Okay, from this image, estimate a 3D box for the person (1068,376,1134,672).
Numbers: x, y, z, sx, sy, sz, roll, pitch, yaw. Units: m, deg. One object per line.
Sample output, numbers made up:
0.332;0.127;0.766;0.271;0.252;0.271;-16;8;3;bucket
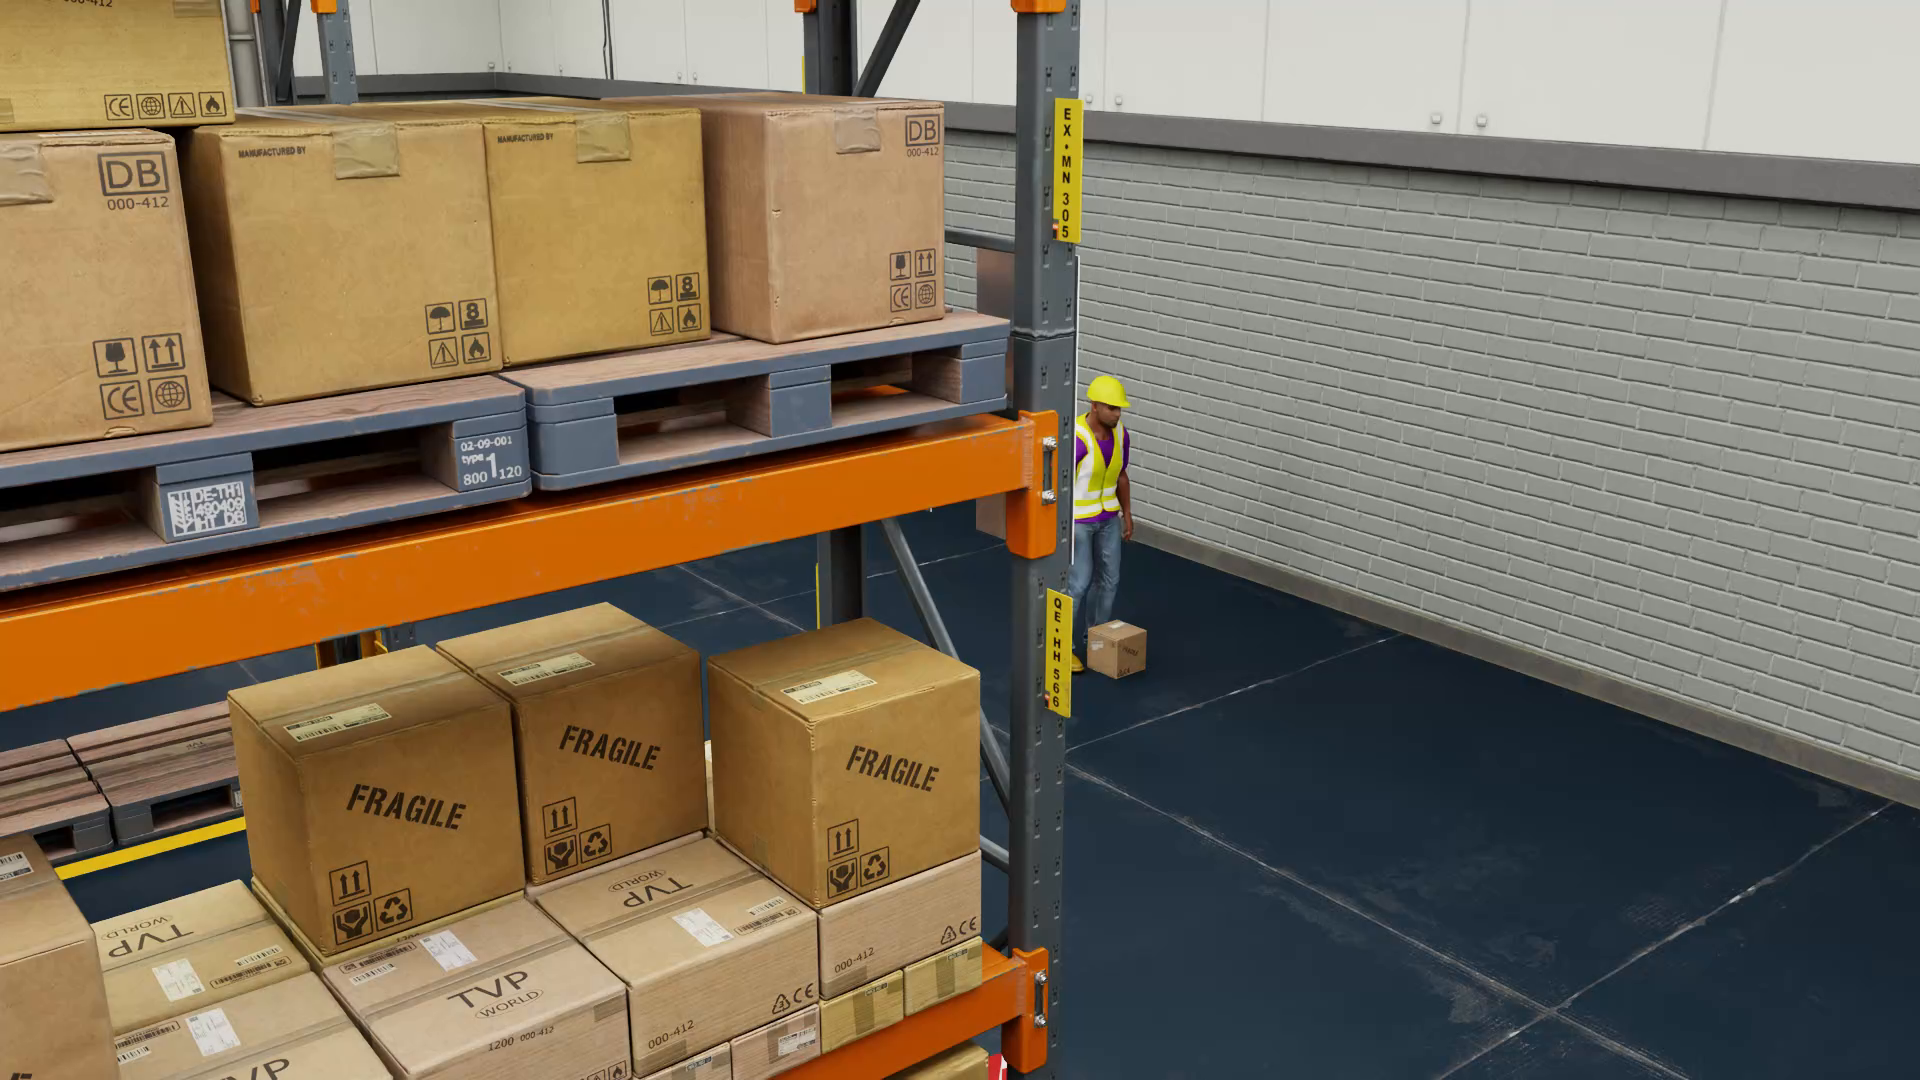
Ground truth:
0.792;-0.117;9.888;0.633;1.760;0.463;-14;22;-37;person
